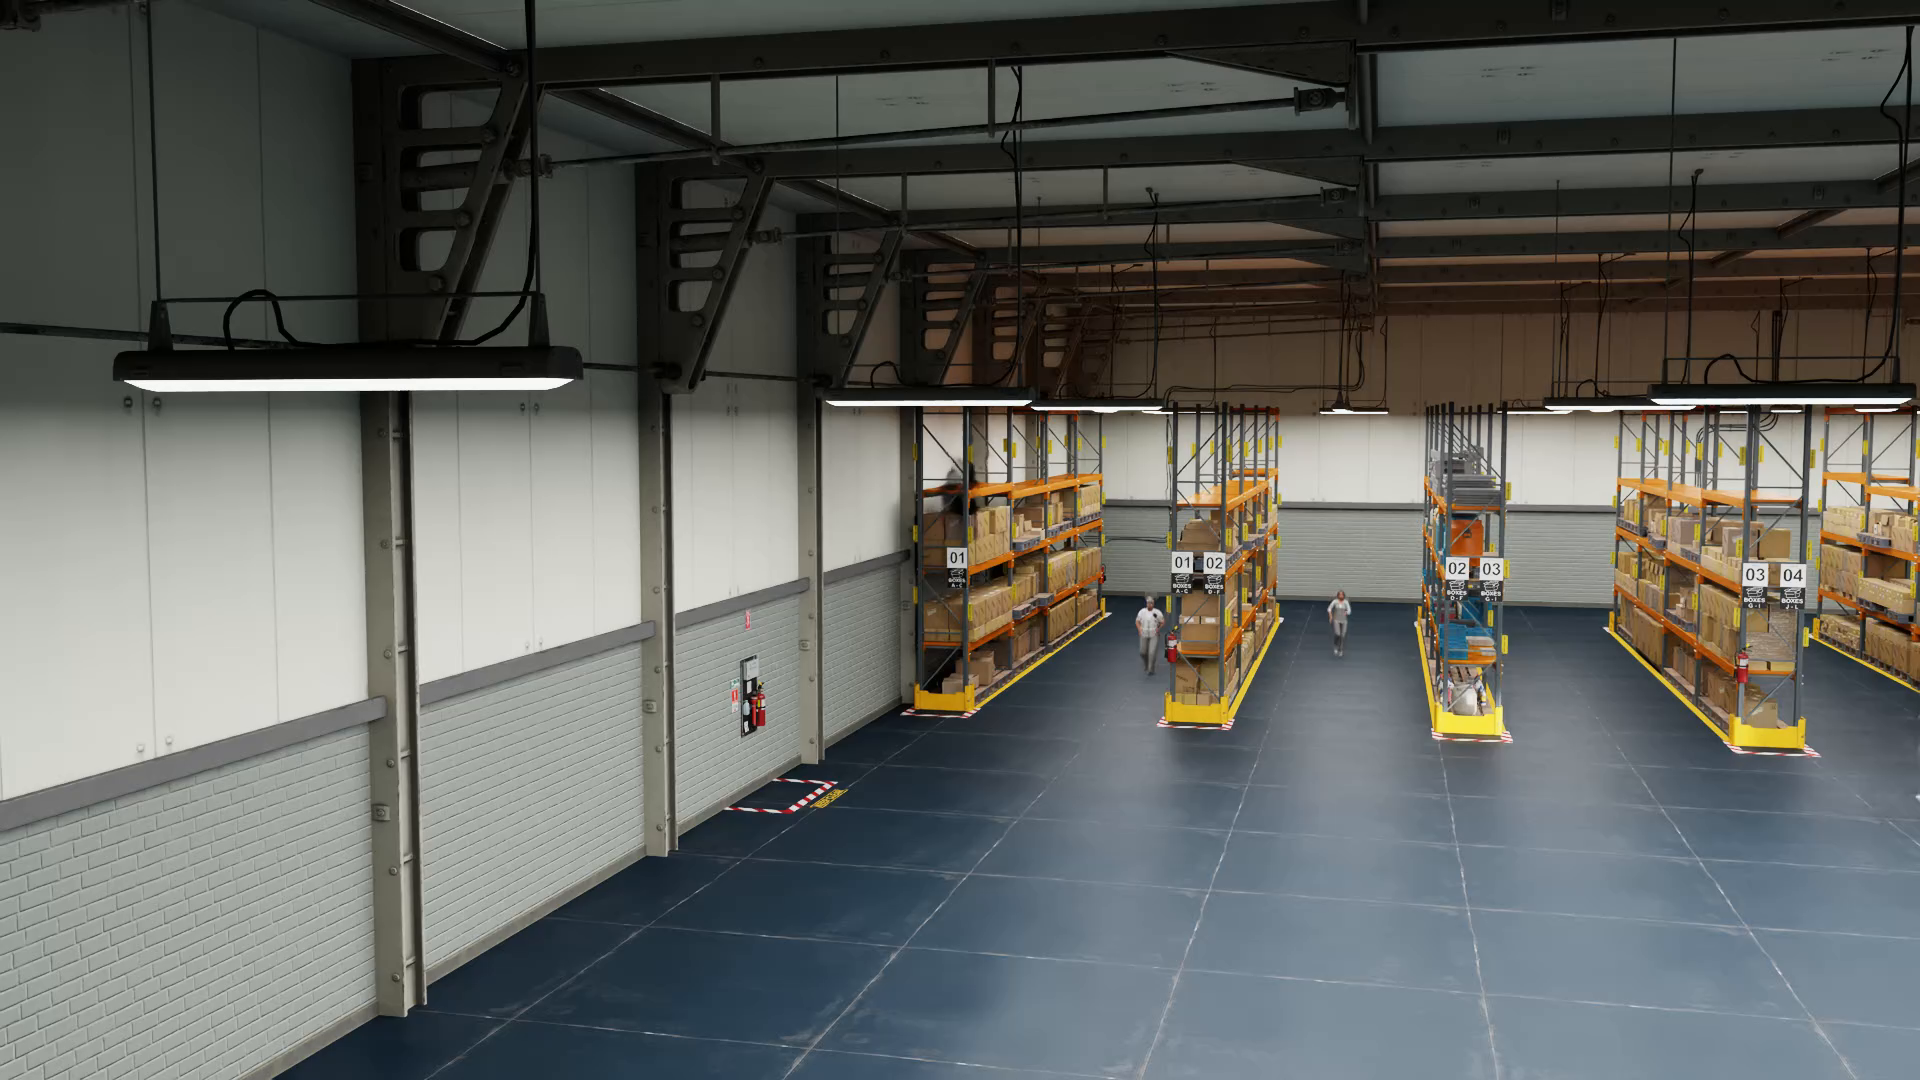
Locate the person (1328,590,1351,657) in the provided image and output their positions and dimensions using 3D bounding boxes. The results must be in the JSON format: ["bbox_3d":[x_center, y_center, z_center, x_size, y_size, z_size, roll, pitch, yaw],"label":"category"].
[{"bbox_3d":[9.070,2.002,39.697,0.505,1.574,0.667,0,4,2],"label":"person"}]

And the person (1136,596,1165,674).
[{"bbox_3d":[4.226,2.116,37.058,0.658,1.733,0.619,1,4,14],"label":"person"}]
